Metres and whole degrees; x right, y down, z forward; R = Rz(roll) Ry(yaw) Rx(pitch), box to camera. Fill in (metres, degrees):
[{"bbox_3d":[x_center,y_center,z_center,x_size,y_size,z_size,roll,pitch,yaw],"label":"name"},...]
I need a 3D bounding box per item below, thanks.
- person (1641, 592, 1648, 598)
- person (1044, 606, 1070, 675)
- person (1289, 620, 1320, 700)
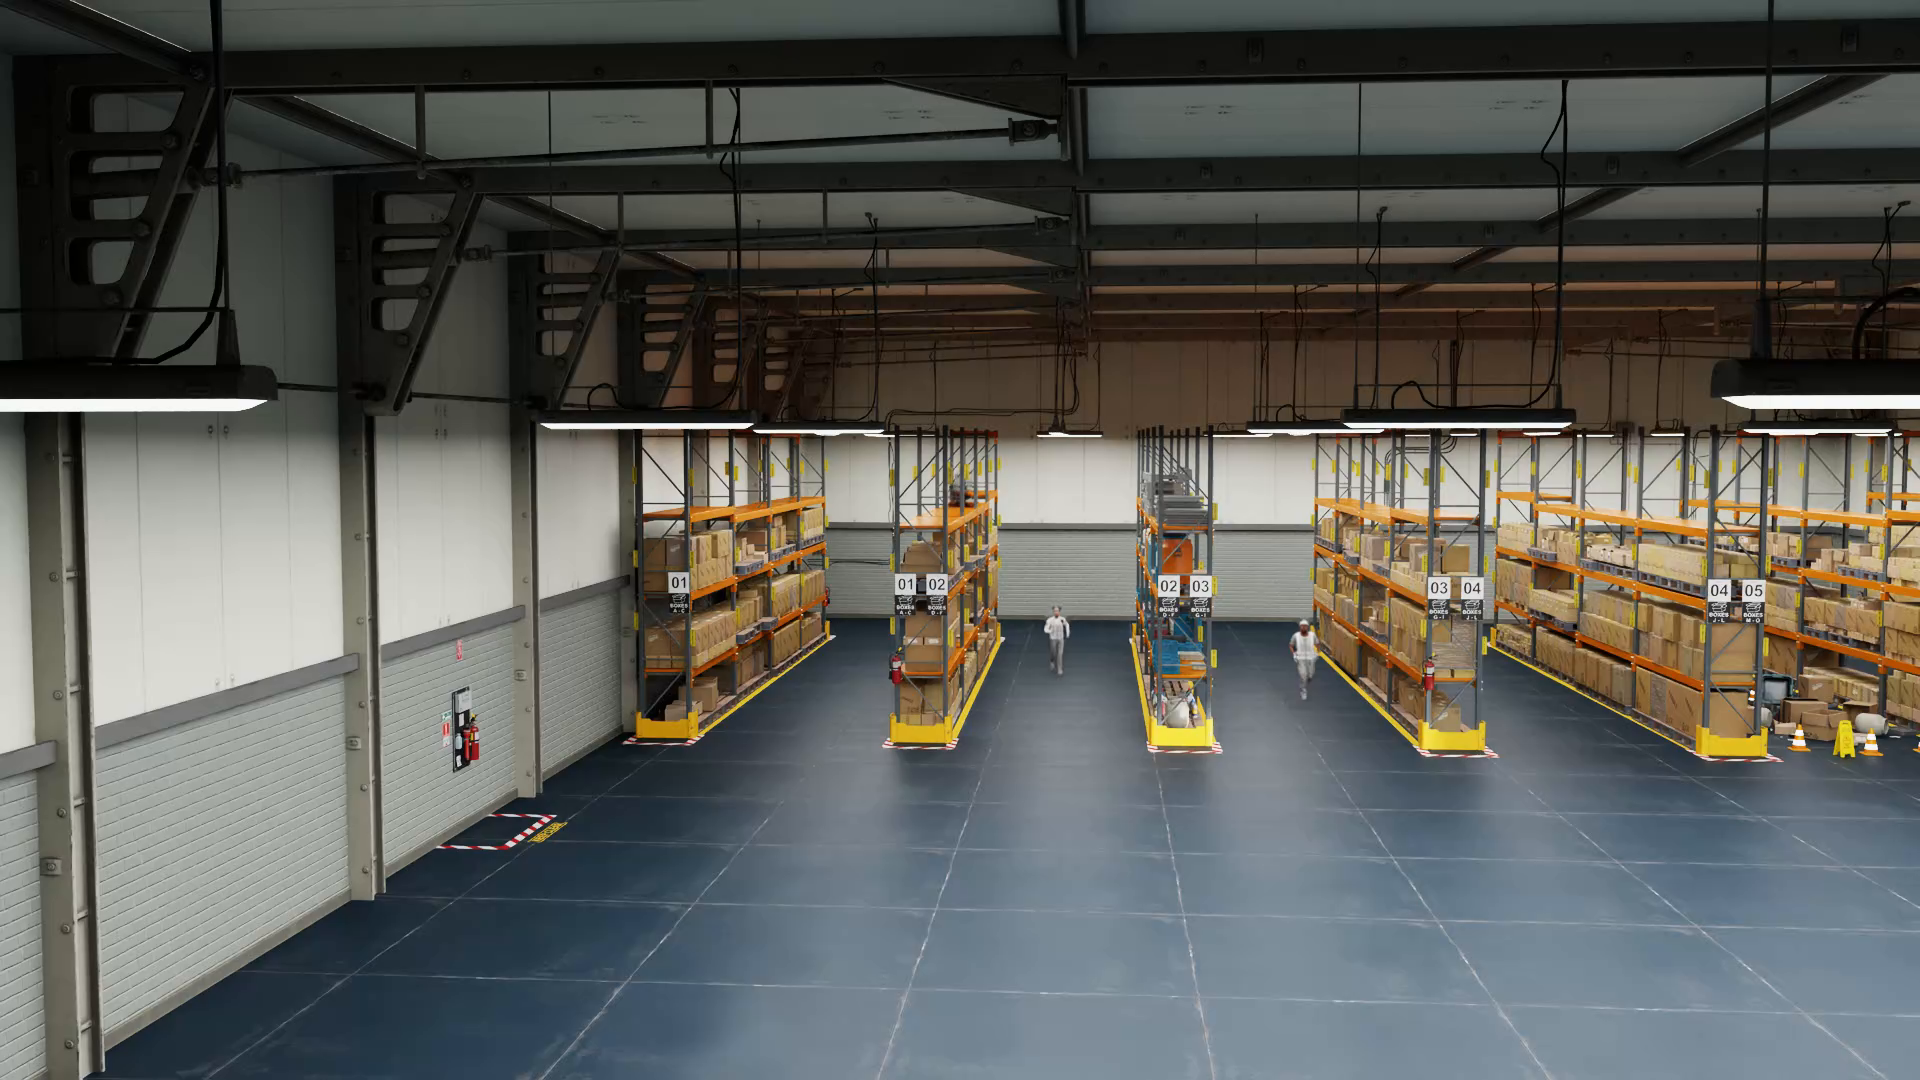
[{"bbox_3d":[19.362,2.059,47.259,0.670,1.683,0.574,0,3,5],"label":"person"},{"bbox_3d":[2.373,2.413,40.502,0.627,1.636,1.046,0,3,-2],"label":"person"},{"bbox_3d":[7.634,2.644,36.840,0.676,1.748,0.576,0,3,5],"label":"person"}]
